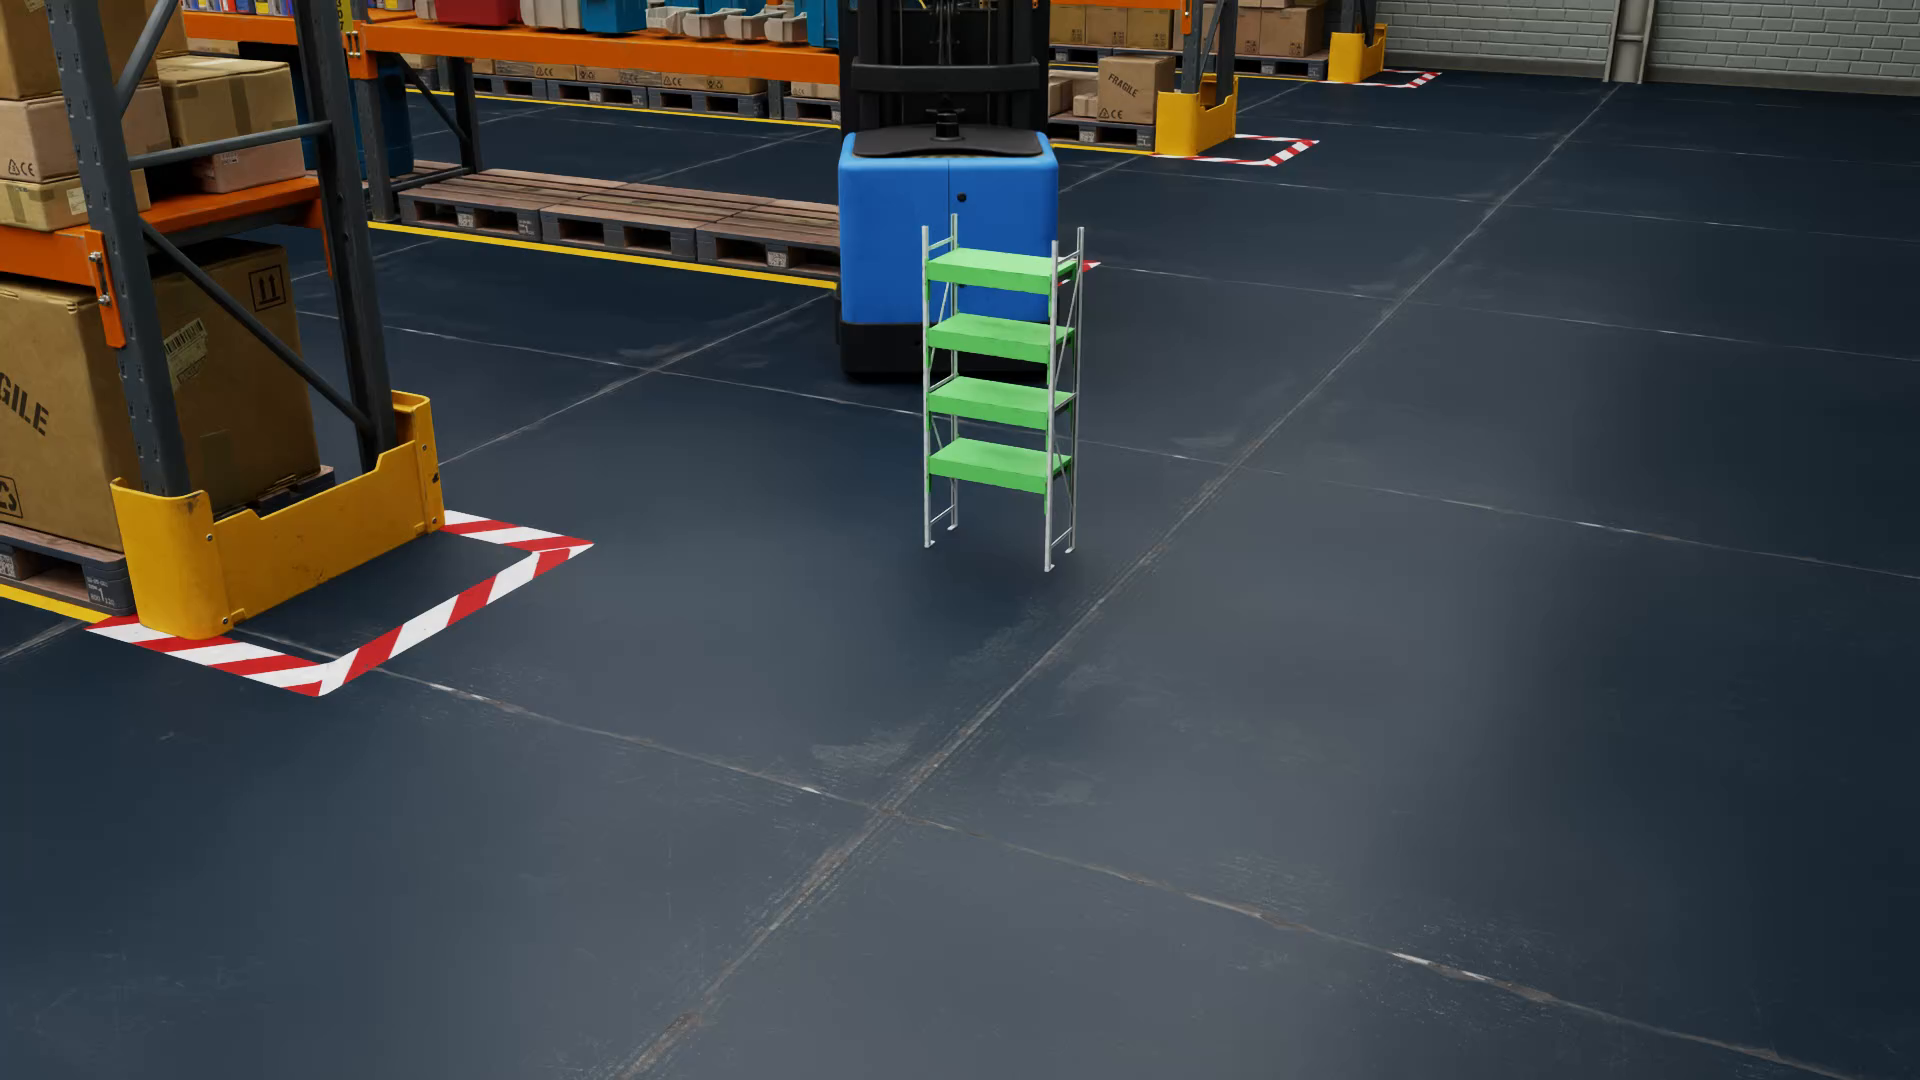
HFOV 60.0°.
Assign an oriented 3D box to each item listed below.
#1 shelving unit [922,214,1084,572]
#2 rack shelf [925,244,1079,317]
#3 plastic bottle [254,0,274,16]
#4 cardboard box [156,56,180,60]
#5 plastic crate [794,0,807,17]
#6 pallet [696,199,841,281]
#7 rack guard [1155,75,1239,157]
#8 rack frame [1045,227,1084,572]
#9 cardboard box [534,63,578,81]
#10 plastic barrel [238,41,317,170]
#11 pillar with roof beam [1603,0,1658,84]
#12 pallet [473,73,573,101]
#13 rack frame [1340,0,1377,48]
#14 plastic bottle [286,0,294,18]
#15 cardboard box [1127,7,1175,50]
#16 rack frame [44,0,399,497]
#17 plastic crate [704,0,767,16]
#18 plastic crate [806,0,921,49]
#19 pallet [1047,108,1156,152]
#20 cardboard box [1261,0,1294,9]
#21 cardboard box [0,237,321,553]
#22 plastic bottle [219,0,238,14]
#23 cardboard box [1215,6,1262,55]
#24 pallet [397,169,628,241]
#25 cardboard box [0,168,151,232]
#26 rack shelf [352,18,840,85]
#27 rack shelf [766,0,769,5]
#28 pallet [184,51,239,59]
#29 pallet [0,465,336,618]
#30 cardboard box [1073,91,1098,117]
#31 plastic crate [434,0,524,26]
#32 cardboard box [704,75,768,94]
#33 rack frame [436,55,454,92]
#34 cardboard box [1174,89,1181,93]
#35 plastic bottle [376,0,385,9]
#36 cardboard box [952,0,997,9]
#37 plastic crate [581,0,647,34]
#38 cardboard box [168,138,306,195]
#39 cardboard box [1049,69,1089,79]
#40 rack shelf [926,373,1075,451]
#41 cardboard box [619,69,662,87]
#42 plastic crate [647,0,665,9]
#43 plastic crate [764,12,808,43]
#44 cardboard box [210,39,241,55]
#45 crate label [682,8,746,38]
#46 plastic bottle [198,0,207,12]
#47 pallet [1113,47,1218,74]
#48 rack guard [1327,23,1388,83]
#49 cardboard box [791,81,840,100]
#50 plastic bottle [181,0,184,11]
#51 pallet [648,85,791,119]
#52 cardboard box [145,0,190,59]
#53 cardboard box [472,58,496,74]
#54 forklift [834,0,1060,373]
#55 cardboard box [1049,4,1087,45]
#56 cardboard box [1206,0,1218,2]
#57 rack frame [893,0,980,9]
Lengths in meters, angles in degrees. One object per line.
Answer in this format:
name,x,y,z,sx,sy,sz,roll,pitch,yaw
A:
shelving unit,0.148,-0.523,5.946,0.503,1.200,0.258,11,25,25
rack shelf,0.148,-0.906,5.784,0.480,0.148,0.258,11,25,25
plastic bottle,-4.696,-3.741,11.277,0.185,0.351,0.144,11,25,25
cardboard box,-3.167,-1.616,6.029,0.500,0.250,0.500,11,25,24
plastic crate,-0.818,-3.235,10.161,0.300,0.233,0.416,11,25,25
pallet,-0.877,-1.885,10.414,1.213,0.211,1.003,11,25,25
rack guard,2.012,-3.602,14.081,0.348,0.500,1.175,11,25,25
rack frame,0.365,-0.480,5.845,0.015,1.200,0.240,11,25,25
cardboard box,-3.868,-4.842,16.436,0.500,0.500,0.500,11,25,24
plastic barrel,-4.838,-3.170,12.017,0.708,0.901,0.600,11,25,25
pillar with roof beam,5.169,-7.552,12.509,0.400,9.000,9.100,11,25,25
pallet,-4.411,-4.723,17.086,1.213,0.211,1.003,11,25,25
rack frame,4.311,-6.469,17.630,0.127,3.000,1.000,11,25,25
plastic bottle,-4.453,-3.644,11.134,0.133,0.283,0.061,11,25,25
cardboard box,2.267,-5.870,18.877,0.500,0.500,0.700,12,26,26
rack frame,-2.394,-1.280,5.426,0.127,3.000,1.000,11,25,25
plastic crate,-1.406,-3.351,10.434,0.300,0.233,0.416,11,25,25
plastic crate,-0.542,-3.047,9.461,0.499,0.435,0.616,11,25,25
pallet,1.300,-3.609,14.467,1.213,0.211,1.003,11,25,25
cardboard box,3.445,-5.859,18.022,0.250,0.149,0.380,11,25,24
cardboard box,-3.001,-0.580,5.960,0.875,0.875,0.875,11,25,25
plastic bottle,-5.002,-3.769,11.438,0.135,0.276,0.152,11,25,25
cardboard box,3.195,-5.689,18.453,0.500,0.500,0.700,11,25,24
pallet,-3.055,-2.316,11.427,1.213,0.211,1.003,11,25,25
cardboard box,-2.860,-1.112,5.353,0.250,0.149,0.380,12,26,26
rack shelf,-1.944,-3.031,10.465,4.000,0.370,1.077,11,25,25
rack shelf,-3.275,-5.467,16.192,4.000,0.370,1.077,11,25,25
pallet,-7.954,-5.458,18.814,1.213,0.211,1.003,11,25,25
pallet,-3.142,-0.110,6.239,1.213,0.211,1.003,11,25,25
cardboard box,1.162,-3.750,14.294,0.250,0.166,0.380,11,25,25
plastic crate,-3.045,-3.528,10.553,0.583,0.464,0.402,11,25,25
cardboard box,-2.060,-4.484,15.593,0.500,0.500,0.500,11,25,24
rack frame,-5.060,-6.151,16.882,0.127,3.000,1.000,11,25,25
cardboard box,1.861,-3.823,14.488,0.250,0.149,0.380,11,25,25
plastic bottle,-4.093,-3.876,11.784,0.097,0.201,0.097,0,23,0
cardboard box,0.103,-6.449,19.792,0.750,0.750,0.750,12,26,25
plastic crate,-2.107,-3.233,10.157,0.300,0.233,0.416,11,25,25
cardboard box,-2.561,-1.342,5.894,0.250,0.149,0.380,12,26,25
cardboard box,0.830,-4.047,14.886,0.500,0.250,0.500,11,25,25
rack shelf,0.148,-0.464,5.971,0.480,0.148,0.258,11,25,25
cardboard box,-2.945,-4.663,16.014,0.500,0.500,0.500,12,26,25
plastic crate,-2.039,-3.419,10.718,0.466,0.136,0.293,11,25,25
plastic crate,-0.968,-2.996,9.723,0.243,0.136,0.396,11,25,25
cardboard box,-7.926,-5.537,18.414,0.500,0.250,0.500,12,26,26
crate label,-1.480,-3.093,9.951,0.243,0.136,0.396,11,25,25
plastic bottle,-5.238,-3.769,11.534,0.097,0.201,0.097,0,23,0
pallet,2.478,-5.516,18.951,1.213,0.211,1.003,11,25,25
rack guard,4.333,-5.315,18.109,0.348,0.500,1.175,11,25,25
cardboard box,-1.213,-4.260,15.309,0.500,0.311,0.500,11,25,25
plastic bottle,-5.445,-3.810,11.630,0.097,0.201,0.097,0,23,0
pallet,-2.233,-4.292,16.073,1.213,0.211,1.003,11,25,25
cardboard box,-3.146,-1.960,5.879,0.500,0.500,0.500,11,25,23
cardboard box,-4.783,-5.023,16.861,0.500,0.500,0.500,12,26,27
forklift,-0.090,-2.678,8.802,1.130,2.935,3.031,-1,23,-1
cardboard box,1.363,-6.051,19.303,0.500,0.500,0.700,12,26,25
cardboard box,2.940,-6.126,18.650,0.250,0.149,0.380,12,26,25
rack frame,-0.159,-3.009,9.494,0.127,3.000,1.000,11,25,25
